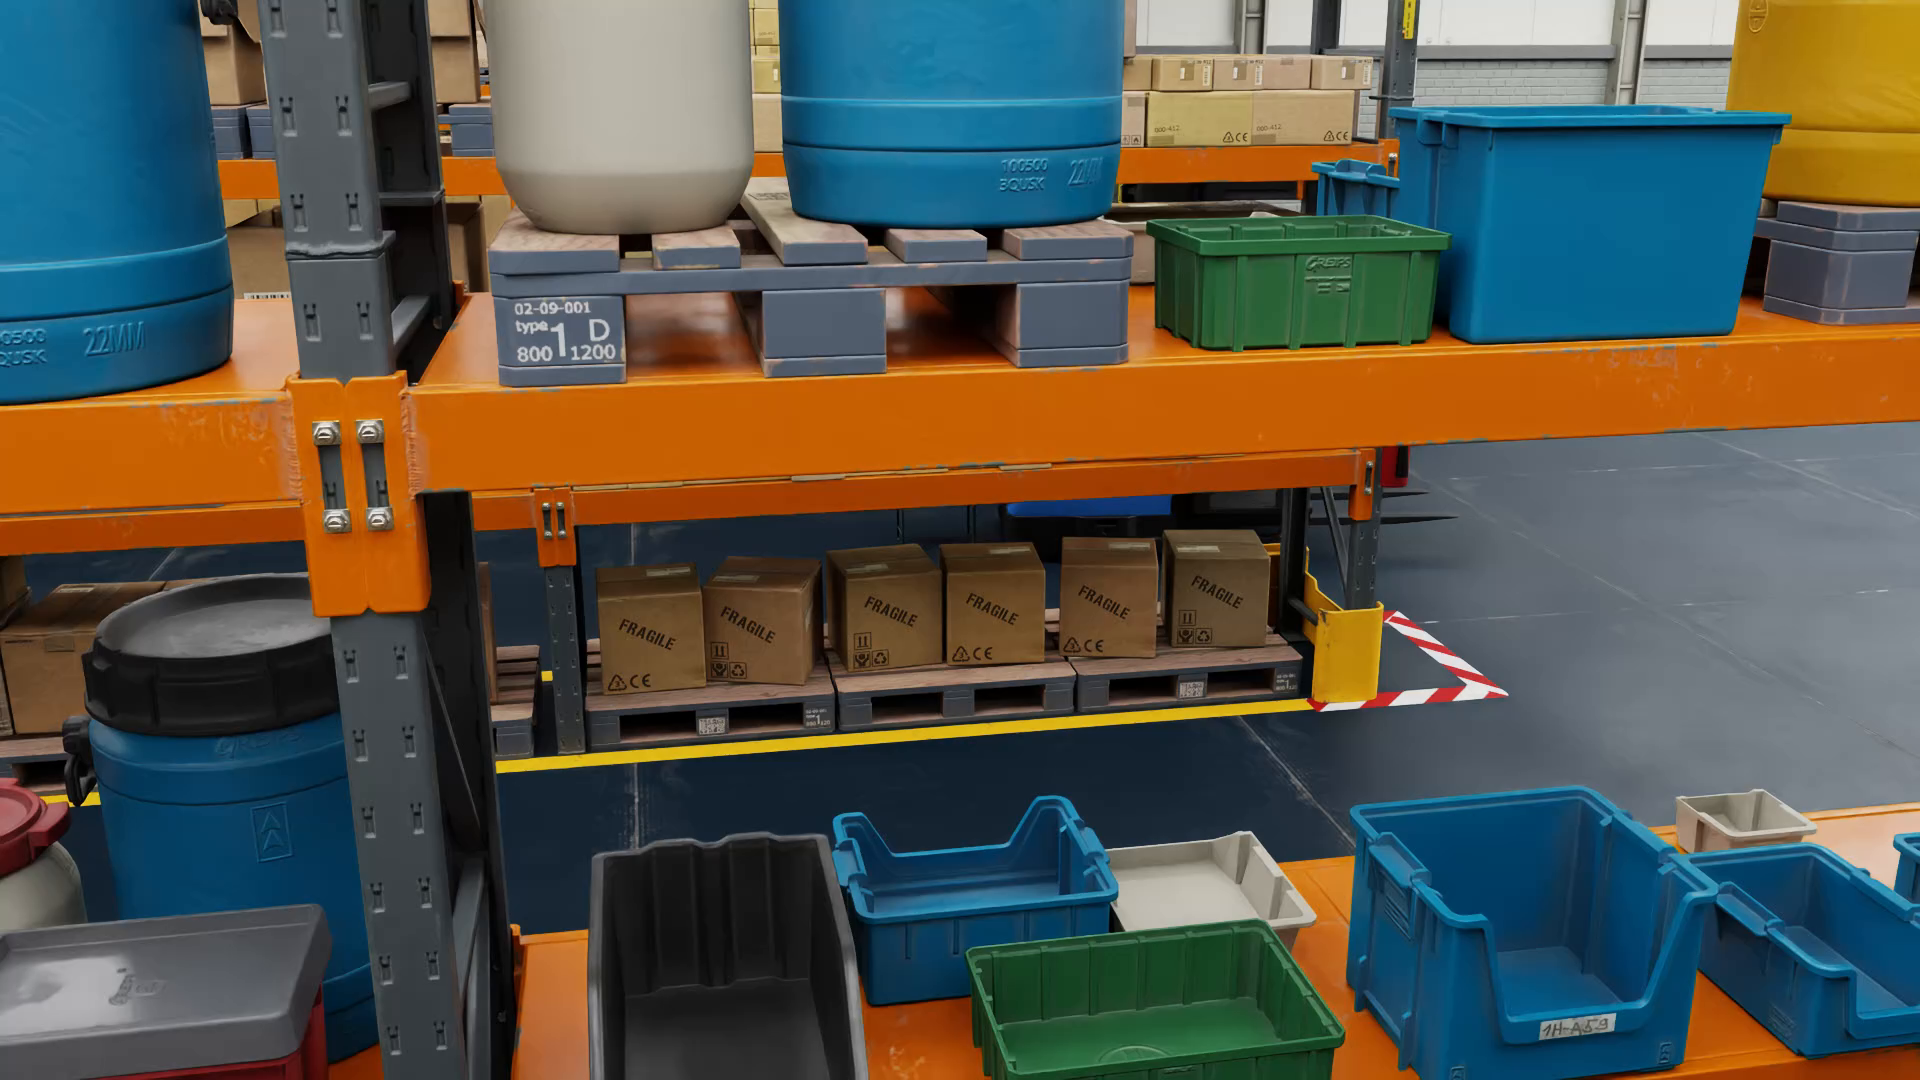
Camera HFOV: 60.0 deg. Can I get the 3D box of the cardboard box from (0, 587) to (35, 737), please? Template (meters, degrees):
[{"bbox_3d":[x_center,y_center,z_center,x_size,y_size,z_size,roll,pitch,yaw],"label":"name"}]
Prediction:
[{"bbox_3d":[-4.683,0.583,7.814,0.500,0.500,0.700,-5,18,-15],"label":"cardboard box"}]

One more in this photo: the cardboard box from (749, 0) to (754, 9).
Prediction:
[{"bbox_3d":[-1.623,-3.891,11.947,0.250,0.149,0.380,-4,17,-11],"label":"cardboard box"}]

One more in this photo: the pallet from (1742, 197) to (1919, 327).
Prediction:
[{"bbox_3d":[2.085,-0.668,3.590,1.213,0.211,1.003,-3,17,-10],"label":"pallet"}]

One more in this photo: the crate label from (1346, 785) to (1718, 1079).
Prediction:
[{"bbox_3d":[1.160,0.822,3.468,0.616,0.435,0.502,-3,17,-10],"label":"crate label"}]

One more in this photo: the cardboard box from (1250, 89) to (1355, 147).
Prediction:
[{"bbox_3d":[1.551,-2.032,7.965,0.500,0.250,0.500,-3,17,-9],"label":"cardboard box"}]

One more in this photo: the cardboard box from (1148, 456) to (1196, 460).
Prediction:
[{"bbox_3d":[1.006,-0.522,8.332,0.250,0.149,0.380,-3,17,-10],"label":"cardboard box"}]

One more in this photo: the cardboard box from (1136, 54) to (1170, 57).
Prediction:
[{"bbox_3d":[0.883,-2.343,8.299,0.250,0.149,0.380,-3,17,-8],"label":"cardboard box"}]

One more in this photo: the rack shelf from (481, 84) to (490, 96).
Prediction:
[{"bbox_3d":[-5.795,-4.382,16.588,4.000,0.370,1.077,-3,17,-10],"label":"rack shelf"}]

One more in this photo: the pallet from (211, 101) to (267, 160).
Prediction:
[{"bbox_3d":[-3.596,-1.829,7.368,1.003,0.211,1.213,-3,17,-10],"label":"pallet"}]

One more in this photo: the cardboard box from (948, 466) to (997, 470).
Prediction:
[{"bbox_3d":[0.024,-0.467,8.150,0.250,0.149,0.380,-3,17,-10],"label":"cardboard box"}]

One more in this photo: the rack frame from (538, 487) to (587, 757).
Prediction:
[{"bbox_3d":[-1.951,-0.547,7.984,0.127,3.000,1.000,-3,17,-10],"label":"rack frame"}]

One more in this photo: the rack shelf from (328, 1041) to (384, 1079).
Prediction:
[{"bbox_3d":[-2.976,1.336,3.078,4.000,0.370,1.077,-3,17,-10],"label":"rack shelf"}]

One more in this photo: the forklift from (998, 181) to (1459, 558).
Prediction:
[{"bbox_3d":[1.796,-1.423,10.954,3.031,2.935,1.130,-1,17,-2],"label":"forklift"}]

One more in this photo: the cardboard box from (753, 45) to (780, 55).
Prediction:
[{"bbox_3d":[-1.373,-3.524,12.111,0.250,0.149,0.380,-4,17,-11],"label":"cardboard box"}]

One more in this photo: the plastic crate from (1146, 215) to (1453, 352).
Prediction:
[{"bbox_3d":[0.589,-0.461,2.957,0.450,0.188,0.336,-3,17,-10],"label":"plastic crate"}]

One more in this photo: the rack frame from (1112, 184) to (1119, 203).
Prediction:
[{"bbox_3d":[1.134,-2.205,13.383,0.127,3.000,1.000,-3,17,-10],"label":"rack frame"}]

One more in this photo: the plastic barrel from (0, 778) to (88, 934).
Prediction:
[{"bbox_3d":[-1.993,0.806,3.348,0.433,0.535,0.433,0,17,0],"label":"plastic barrel"}]

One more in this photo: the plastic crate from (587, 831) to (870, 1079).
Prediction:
[{"bbox_3d":[-0.474,0.918,3.320,0.504,0.338,0.767,-3,17,-10],"label":"plastic crate"}]

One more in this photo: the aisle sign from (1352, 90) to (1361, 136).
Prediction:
[{"bbox_3d":[1.980,-2.102,8.621,0.004,0.787,0.394,-3,17,-10],"label":"aisle sign"}]

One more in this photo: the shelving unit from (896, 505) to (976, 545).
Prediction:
[{"bbox_3d":[-0.163,-0.564,11.106,0.503,1.200,0.258,-3,17,-10],"label":"shelving unit"}]

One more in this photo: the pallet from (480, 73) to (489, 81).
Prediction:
[{"bbox_3d":[-3.684,-3.260,12.033,1.217,0.209,0.805,-4,18,-13],"label":"pallet"}]

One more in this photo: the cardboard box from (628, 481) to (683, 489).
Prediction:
[{"bbox_3d":[-1.435,-0.362,7.811,0.250,0.149,0.380,-3,17,-10],"label":"cardboard box"}]

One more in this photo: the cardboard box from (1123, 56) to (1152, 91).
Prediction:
[{"bbox_3d":[0.728,-2.191,7.804,0.250,0.149,0.380,-3,17,-10],"label":"cardboard box"}]

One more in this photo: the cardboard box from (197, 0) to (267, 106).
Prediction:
[{"bbox_3d":[-3.357,-2.181,7.303,0.637,0.503,0.797,-3,17,-8],"label":"cardboard box"}]

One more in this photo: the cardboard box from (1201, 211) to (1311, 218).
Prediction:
[{"bbox_3d":[1.483,-1.336,8.173,0.500,0.500,0.500,-3,17,-10],"label":"cardboard box"}]

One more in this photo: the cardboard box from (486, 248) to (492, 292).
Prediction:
[{"bbox_3d":[-3.255,-1.924,12.297,0.500,0.500,0.500,-3,17,-11],"label":"cardboard box"}]

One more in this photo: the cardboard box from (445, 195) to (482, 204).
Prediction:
[{"bbox_3d":[-3.784,-2.450,12.305,0.500,0.500,0.700,-4,17,-11],"label":"cardboard box"}]

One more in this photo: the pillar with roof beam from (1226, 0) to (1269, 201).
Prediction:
[{"bbox_3d":[5.004,-7.239,19.555,0.400,9.000,9.100,-3,17,-10],"label":"pillar with roof beam"}]

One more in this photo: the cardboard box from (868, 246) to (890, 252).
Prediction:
[{"bbox_3d":[-0.480,-1.223,7.804,0.500,0.500,0.500,-3,17,-10],"label":"cardboard box"}]

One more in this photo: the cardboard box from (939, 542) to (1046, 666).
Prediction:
[{"bbox_3d":[0.161,0.327,8.681,0.500,0.500,0.500,-2,17,-5],"label":"cardboard box"}]

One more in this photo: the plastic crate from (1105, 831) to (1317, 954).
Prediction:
[{"bbox_3d":[0.534,0.843,3.906,0.437,0.136,0.530,-3,17,-10],"label":"plastic crate"}]

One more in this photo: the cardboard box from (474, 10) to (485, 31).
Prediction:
[{"bbox_3d":[-4.969,-5.258,16.902,0.500,0.250,0.500,-4,17,-12],"label":"cardboard box"}]

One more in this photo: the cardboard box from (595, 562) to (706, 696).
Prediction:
[{"bbox_3d":[-1.551,0.436,8.324,0.500,0.500,0.500,-4,17,-12],"label":"cardboard box"}]

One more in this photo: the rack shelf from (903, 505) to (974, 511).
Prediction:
[{"bbox_3d":[-0.163,-0.310,11.184,0.480,0.148,0.258,-3,17,-10],"label":"rack shelf"}]

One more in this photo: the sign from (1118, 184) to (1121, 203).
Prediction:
[{"bbox_3d":[1.223,-2.715,12.666,0.005,0.325,0.100,-3,17,-10],"label":"sign"}]

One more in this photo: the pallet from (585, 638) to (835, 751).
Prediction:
[{"bbox_3d":[-1.299,0.738,8.548,1.213,0.211,1.003,-3,17,-10],"label":"pallet"}]

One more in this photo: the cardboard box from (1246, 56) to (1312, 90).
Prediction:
[{"bbox_3d":[1.485,-2.237,7.952,0.250,0.149,0.380,-4,17,-12],"label":"cardboard box"}]

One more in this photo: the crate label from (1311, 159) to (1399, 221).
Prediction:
[{"bbox_3d":[1.015,-0.696,3.613,0.408,0.251,0.502,-3,17,-10],"label":"crate label"}]

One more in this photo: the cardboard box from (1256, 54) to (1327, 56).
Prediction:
[{"bbox_3d":[1.662,-2.374,8.400,0.250,0.149,0.380,-3,17,-11],"label":"cardboard box"}]

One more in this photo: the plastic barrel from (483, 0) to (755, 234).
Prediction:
[{"bbox_3d":[-0.552,-0.775,2.711,0.421,0.512,0.421,0,17,0],"label":"plastic barrel"}]

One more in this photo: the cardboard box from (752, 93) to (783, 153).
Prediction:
[{"bbox_3d":[-0.943,-1.891,7.508,0.500,0.250,0.500,-3,17,-11],"label":"cardboard box"}]

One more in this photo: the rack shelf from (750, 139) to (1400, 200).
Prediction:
[{"bbox_3d":[0.012,-1.748,8.012,4.000,0.370,1.077,-3,17,-10],"label":"rack shelf"}]

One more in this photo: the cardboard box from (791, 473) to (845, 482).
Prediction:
[{"bbox_3d":[-0.698,-0.403,7.943,0.250,0.149,0.380,-3,17,-10],"label":"cardboard box"}]
